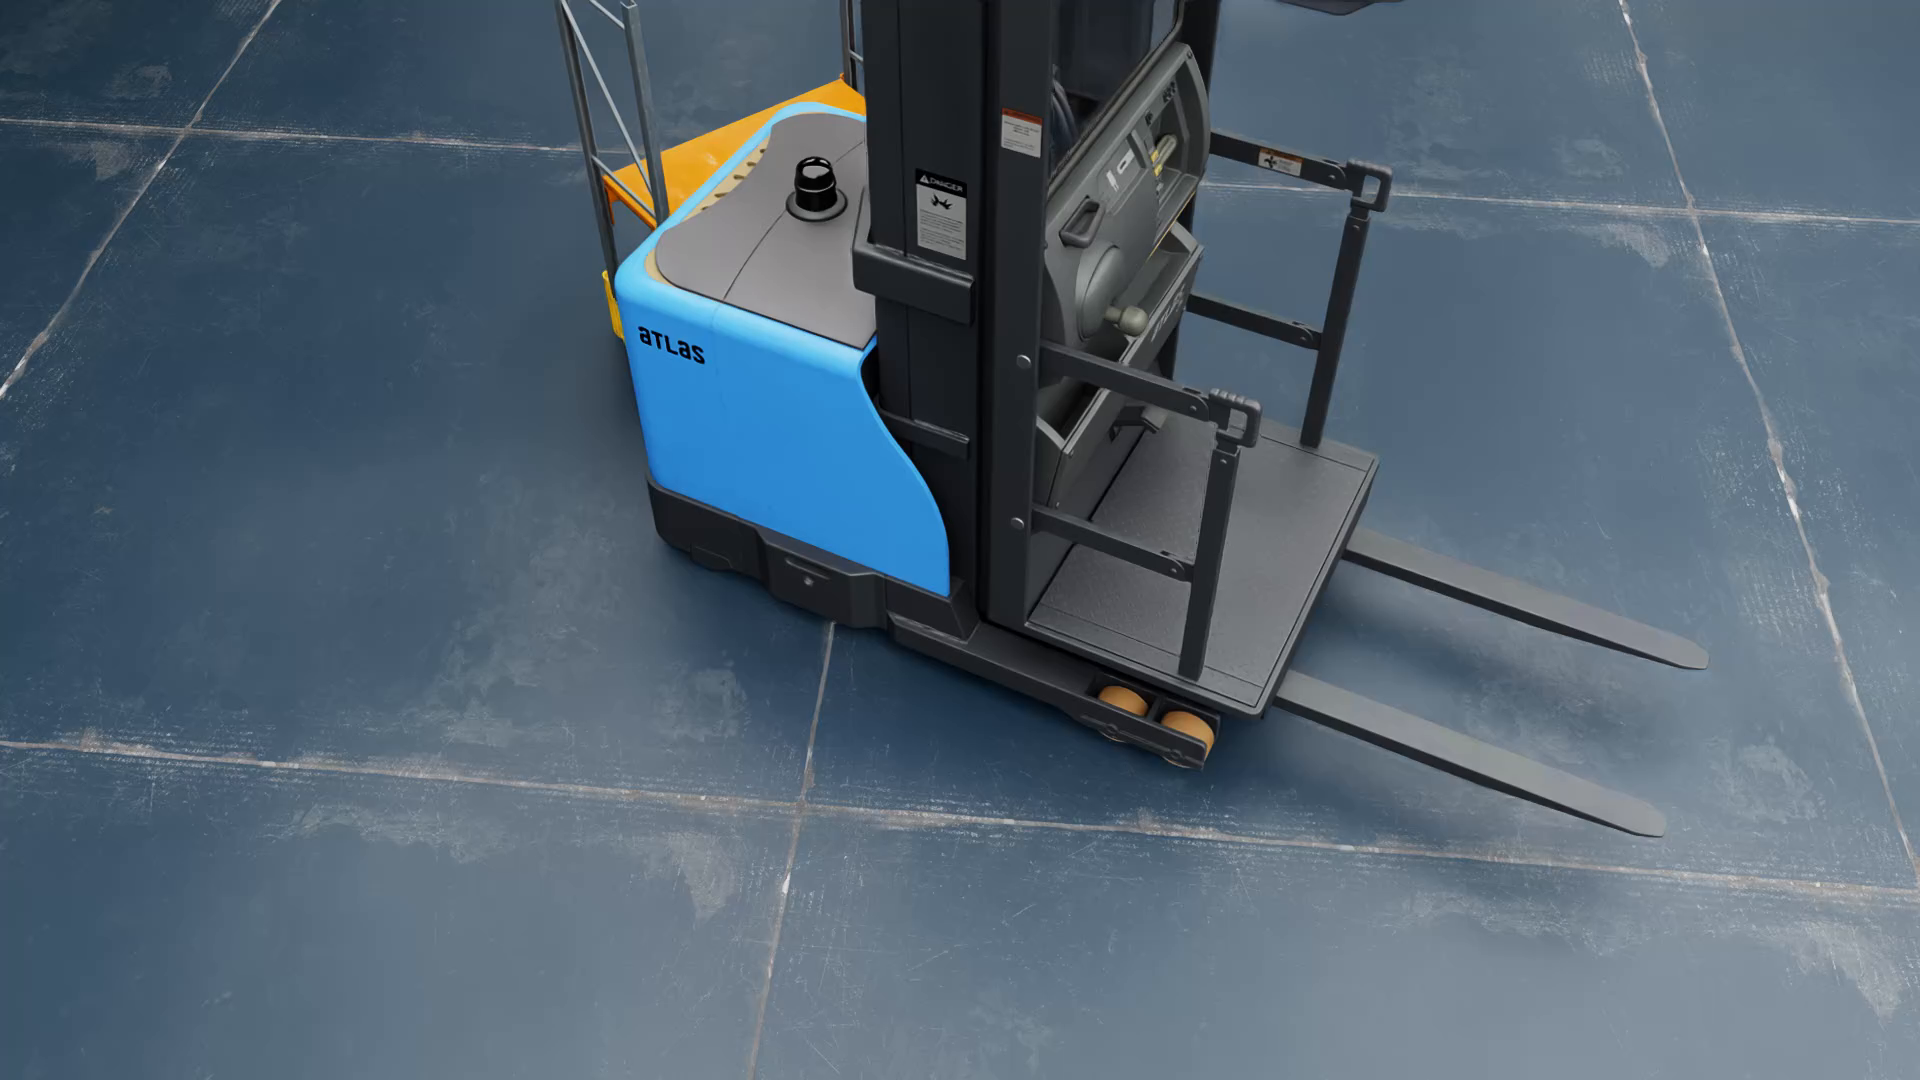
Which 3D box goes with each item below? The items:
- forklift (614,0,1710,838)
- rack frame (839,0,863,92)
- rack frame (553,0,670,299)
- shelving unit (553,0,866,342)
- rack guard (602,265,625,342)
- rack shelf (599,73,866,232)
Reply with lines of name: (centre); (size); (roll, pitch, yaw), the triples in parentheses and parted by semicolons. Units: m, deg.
forklift: (0.599, -0.803, 3.998); (3.031, 2.935, 1.130); (20, 51, 18)
rack frame: (-0.245, -1.560, 5.660); (0.032, 1.500, 0.500); (-30, 54, -24)
rack frame: (-1.049, -1.100, 5.240); (0.032, 1.500, 0.500); (-30, 54, -24)
shelving unit: (-0.640, -1.334, 5.454); (1.083, 1.500, 0.587); (-30, 54, -24)
rack guard: (-1.034, -0.687, 5.709); (0.087, 0.250, 0.587); (-30, 54, -24)
rack shelf: (-0.647, -1.208, 5.583); (1.000, 0.185, 0.538); (-30, 54, -24)
